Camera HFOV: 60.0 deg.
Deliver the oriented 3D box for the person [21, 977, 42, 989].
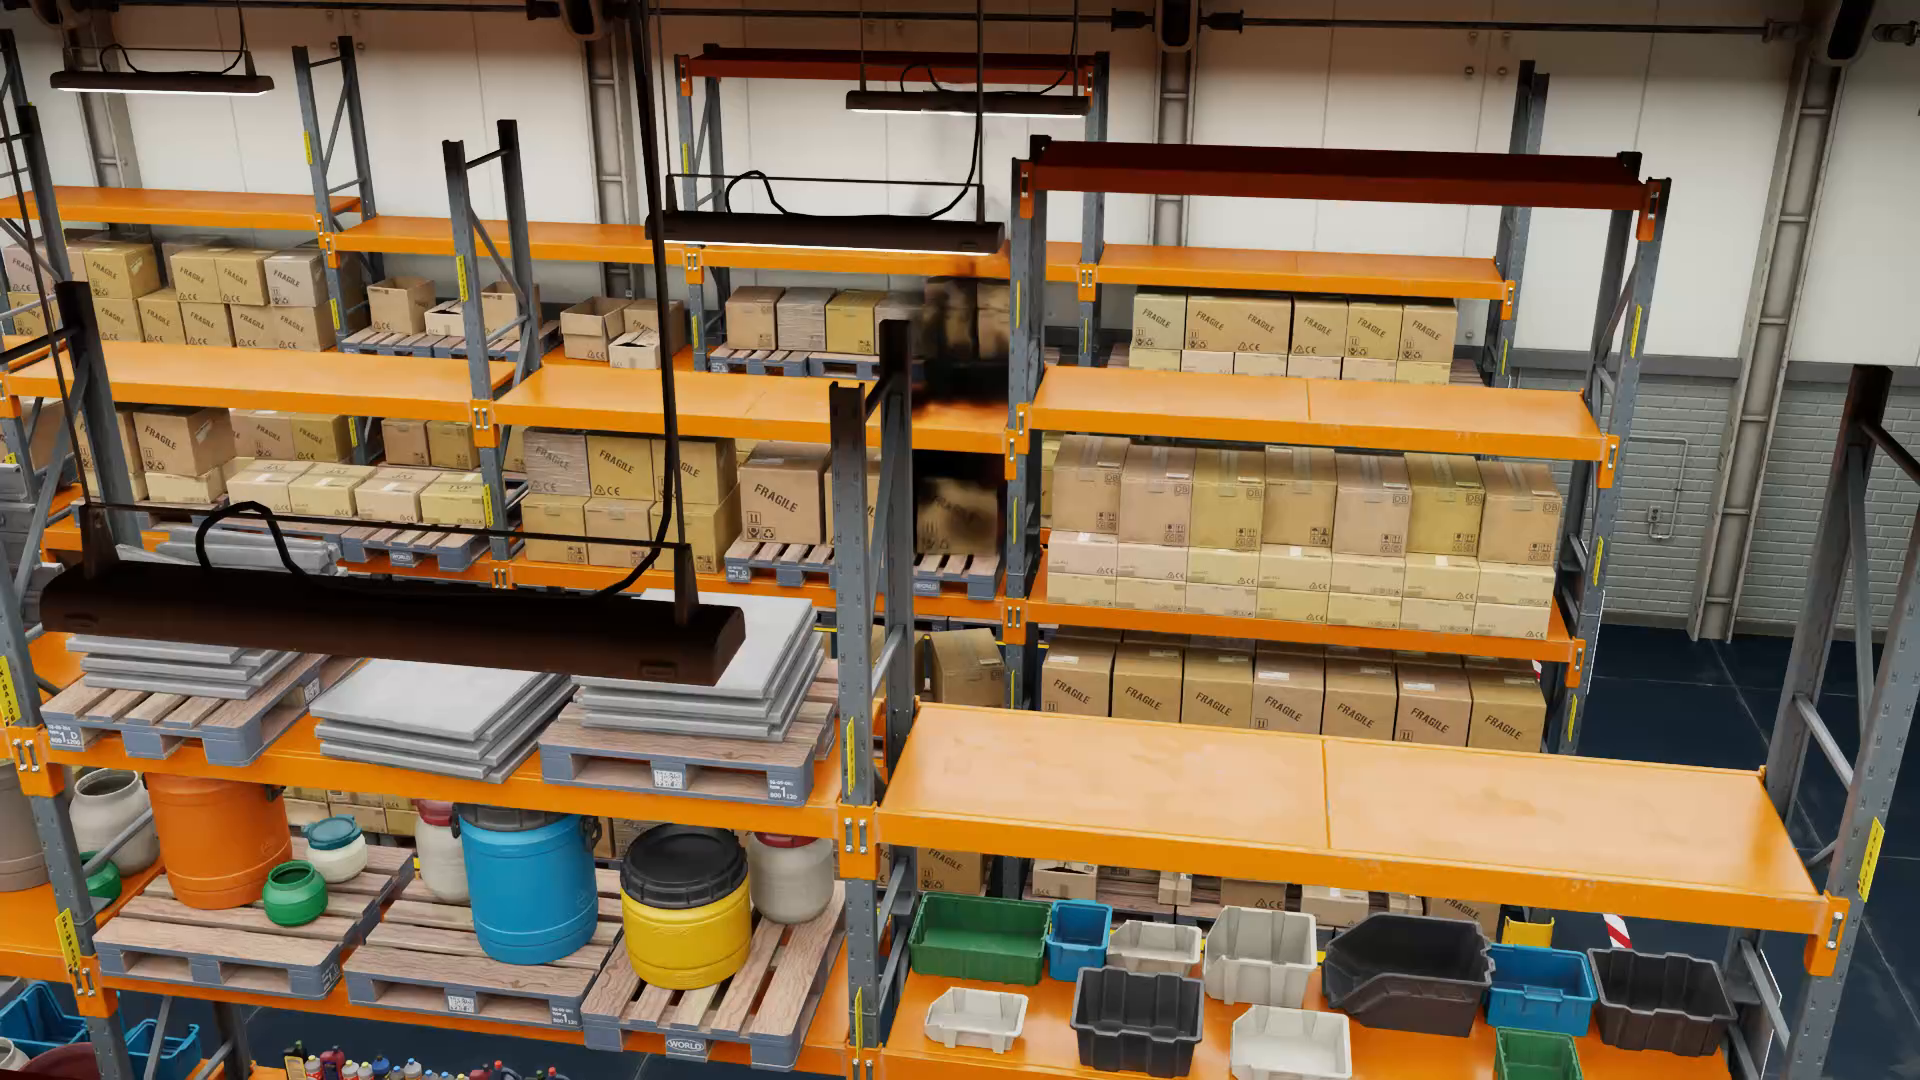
[{"bbox_3d":[-6.743,2.756,11.641,0.592,1.732,0.645,4,23,9],"label":"person"}]
